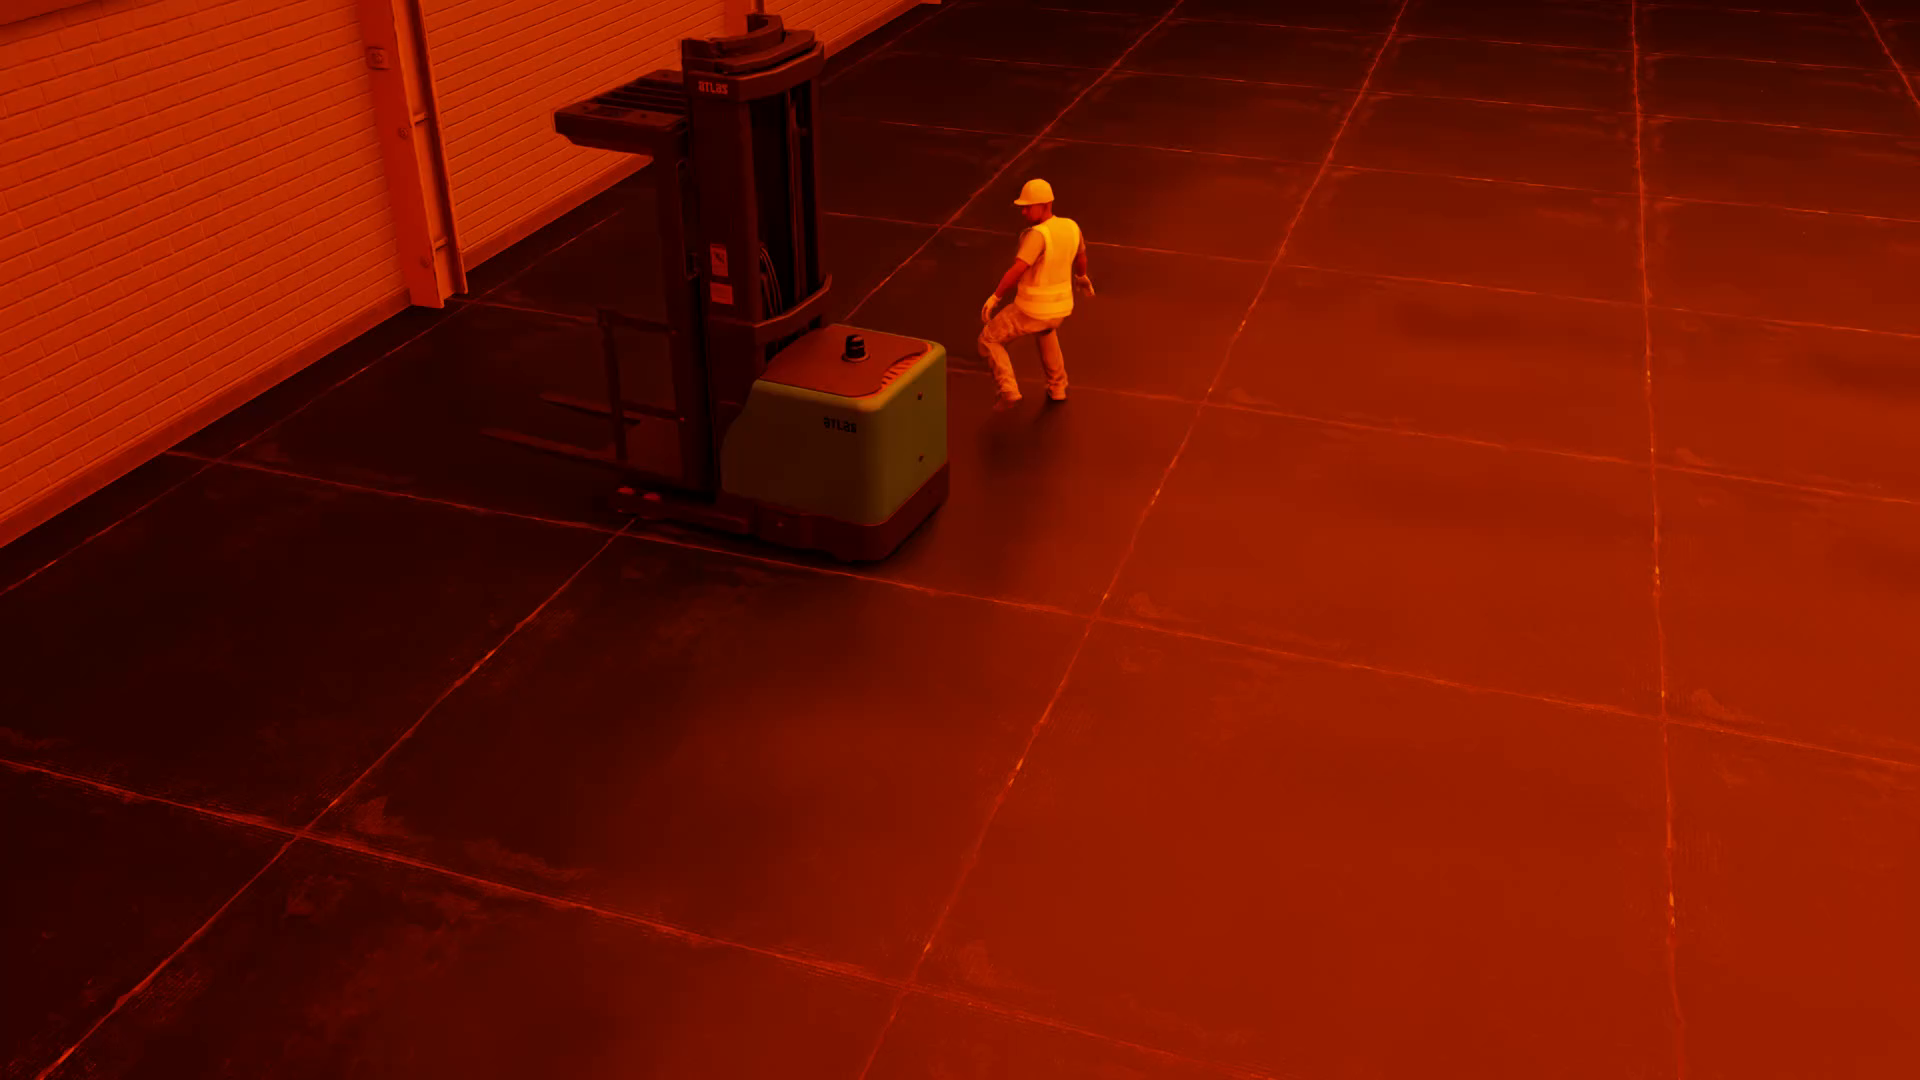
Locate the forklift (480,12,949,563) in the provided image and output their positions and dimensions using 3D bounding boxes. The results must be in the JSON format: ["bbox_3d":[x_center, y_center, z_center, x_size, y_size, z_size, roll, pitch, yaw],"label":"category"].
[{"bbox_3d":[-1.627,-1.619,9.976,3.031,2.935,1.130,13,32,21],"label":"forklift"}]

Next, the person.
[{"bbox_3d":[0.546,-1.655,11.389,1.121,1.653,0.510,-23,37,-35],"label":"person"}]
